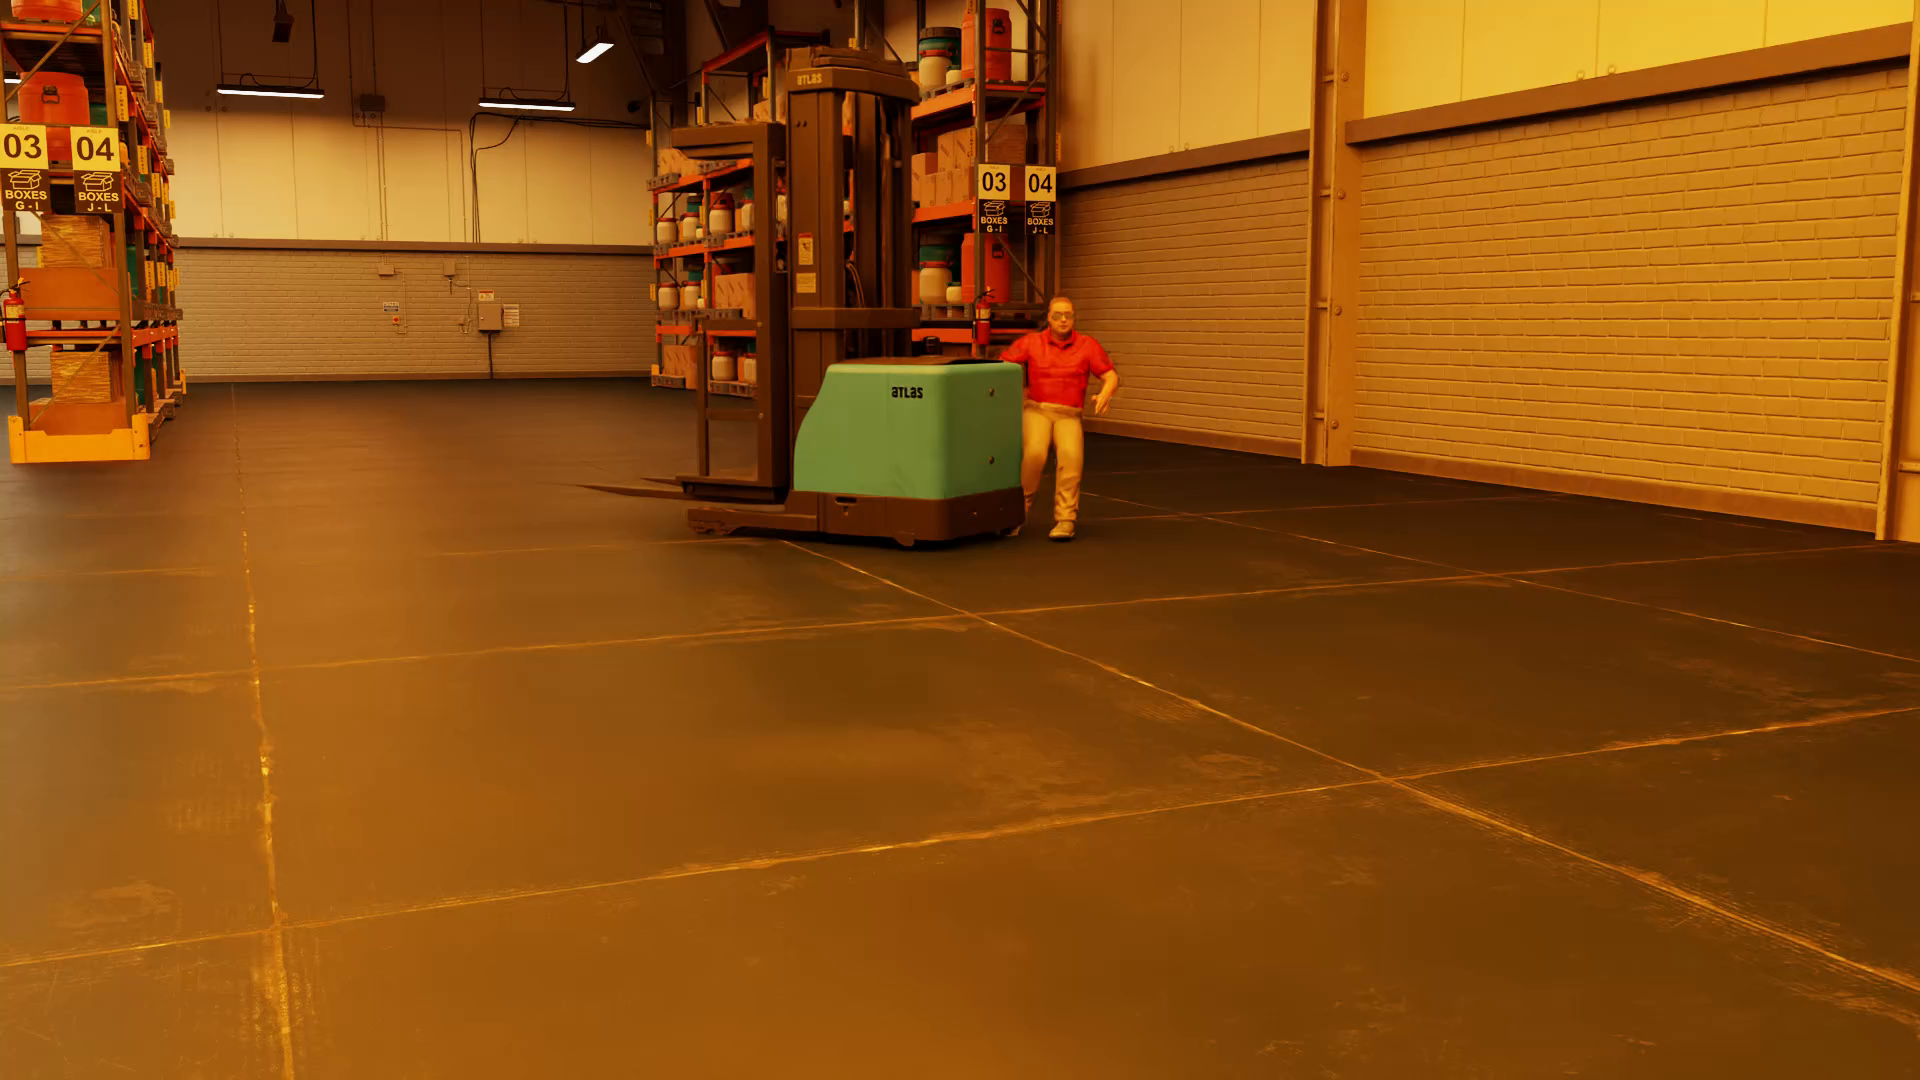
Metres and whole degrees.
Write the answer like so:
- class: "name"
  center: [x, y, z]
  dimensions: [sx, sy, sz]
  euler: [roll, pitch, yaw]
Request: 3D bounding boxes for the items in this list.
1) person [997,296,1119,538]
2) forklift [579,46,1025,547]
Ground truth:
- class: "person"
  center: [0.621, -0.750, 10.361]
  dimensions: [0.819, 1.531, 0.843]
  euler: [-1, 8, -7]
- class: "forklift"
  center: [-1.118, -1.533, 10.572]
  dimensions: [3.031, 2.935, 1.130]
  euler: [5, 9, 32]
